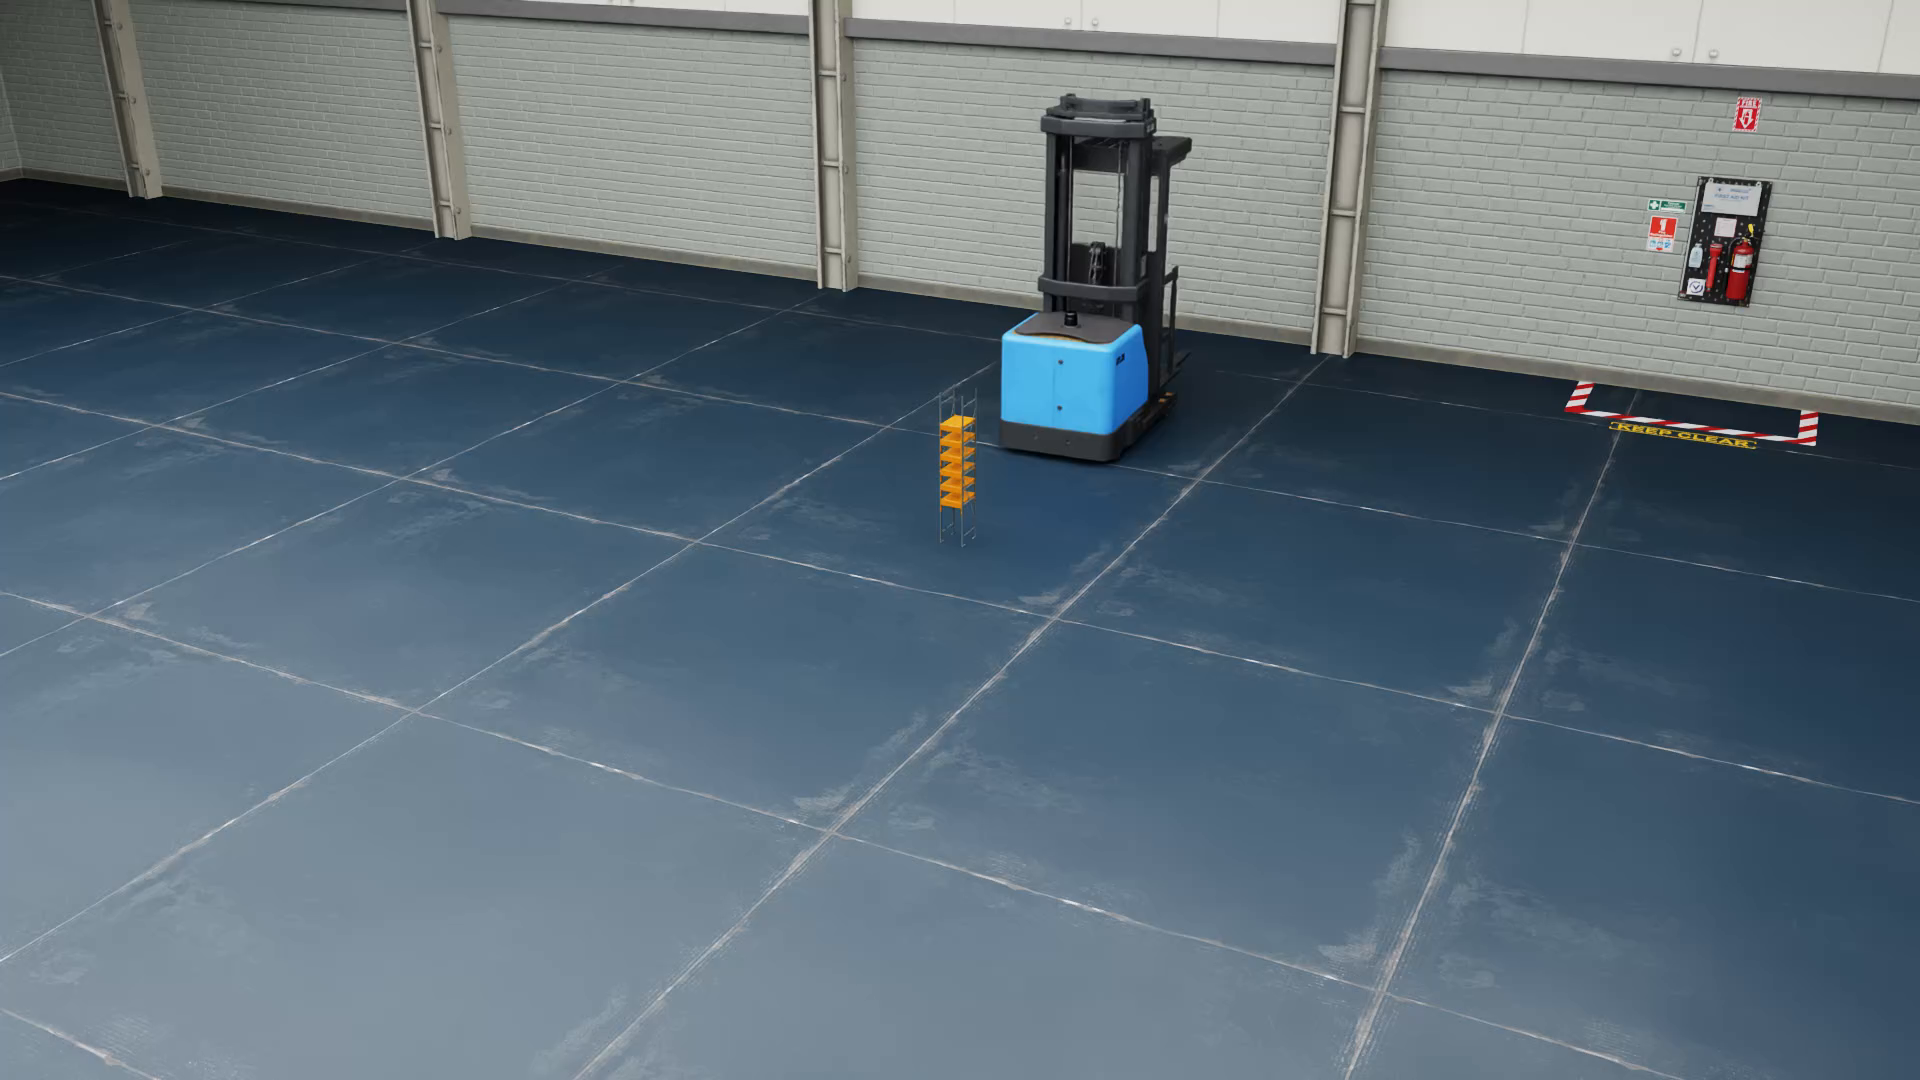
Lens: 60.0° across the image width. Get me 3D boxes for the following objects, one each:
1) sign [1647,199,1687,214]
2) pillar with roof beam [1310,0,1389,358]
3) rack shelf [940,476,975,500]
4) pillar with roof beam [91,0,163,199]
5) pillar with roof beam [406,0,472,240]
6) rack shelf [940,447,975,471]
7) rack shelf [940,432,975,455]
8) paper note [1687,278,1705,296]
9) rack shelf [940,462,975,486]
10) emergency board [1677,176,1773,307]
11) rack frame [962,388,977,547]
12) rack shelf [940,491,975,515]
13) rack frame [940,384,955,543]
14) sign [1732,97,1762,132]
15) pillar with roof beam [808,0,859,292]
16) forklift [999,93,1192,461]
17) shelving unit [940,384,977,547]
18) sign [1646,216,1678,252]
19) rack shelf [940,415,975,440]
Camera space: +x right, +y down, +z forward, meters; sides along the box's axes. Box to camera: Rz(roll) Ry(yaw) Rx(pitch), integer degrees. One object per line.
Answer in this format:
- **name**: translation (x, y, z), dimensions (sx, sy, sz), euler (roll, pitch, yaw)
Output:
- **sign**: translation (6.621, -3.127, 15.573), dimensions (0.331, 0.109, 0.001), euler (11, 25, 25)
- **pillar with roof beam**: translation (1.959, -4.604, 12.103), dimensions (0.400, 9.000, 9.100), euler (11, 25, 25)
- **rack shelf**: translation (-0.013, -0.403, 12.612), dimensions (0.180, 0.103, 0.258), euler (11, 25, 25)
- **pillar with roof beam**: translation (-14.105, -7.782, 19.576), dimensions (0.400, 9.000, 9.100), euler (11, 25, 25)
- **pillar with roof beam**: translation (-8.750, -6.723, 17.085), dimensions (0.400, 9.000, 9.100), euler (11, 25, 25)
- **rack shelf**: translation (-0.013, -0.624, 12.518), dimensions (0.180, 0.103, 0.258), euler (11, 25, 25)
- **rack shelf**: translation (-0.013, -0.735, 12.471), dimensions (0.180, 0.103, 0.258), euler (11, 25, 25)
- **paper note**: translation (6.941, -2.387, 15.681), dimensions (0.142, 0.148, 0.016), euler (11, 25, 25)
- **rack shelf**: translation (-0.013, -0.514, 12.565), dimensions (0.180, 0.103, 0.258), euler (11, 25, 25)
- **emergency board**: translation (7.068, -2.737, 15.378), dimensions (0.643, 1.169, 0.194), euler (11, 25, 25)
- **rack frame**: translation (0.069, -0.539, 12.509), dimensions (0.006, 1.200, 0.240), euler (11, 25, 25)
- **rack shelf**: translation (-0.013, -0.293, 12.659), dimensions (0.180, 0.103, 0.258), euler (11, 25, 25)
- **rack frame**: translation (-0.095, -0.571, 12.585), dimensions (0.006, 1.200, 0.240), euler (11, 25, 25)
- **sign**: translation (7.105, -3.840, 15.010), dimensions (0.199, 0.298, 0.001), euler (11, 25, 25)
- **pillar with roof beam**: translation (-3.396, -5.663, 14.594), dimensions (0.400, 9.000, 9.100), euler (11, 25, 25)
- **forklift**: translation (1.400, -2.564, 15.059), dimensions (1.130, 2.935, 3.031), euler (10, 25, 22)
- **shelving unit**: translation (-0.013, -0.555, 12.547), dimensions (0.189, 1.200, 0.258), euler (11, 25, 25)
- **sign**: translation (6.621, -2.887, 15.686), dimensions (0.234, 0.329, 0.001), euler (11, 25, 25)
- **rack shelf**: translation (-0.013, -0.845, 12.424), dimensions (0.180, 0.103, 0.258), euler (11, 25, 25)
